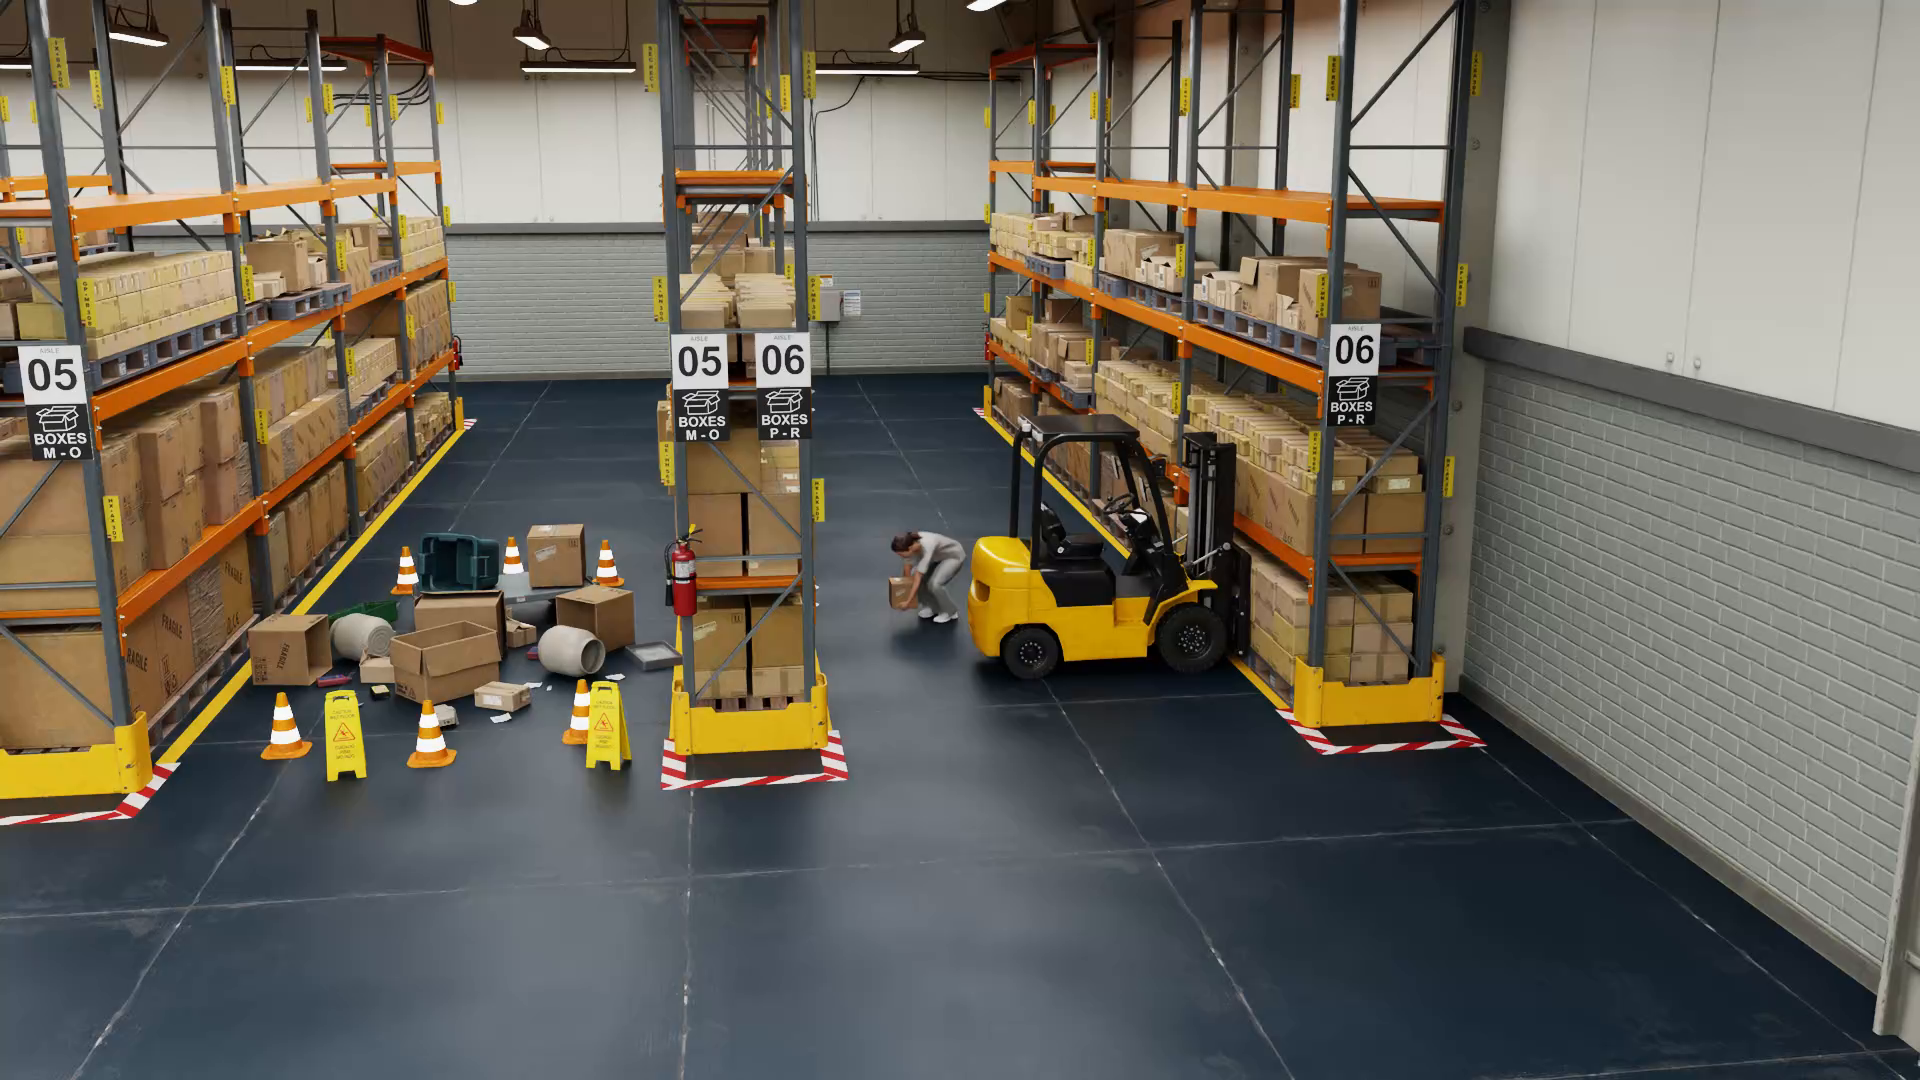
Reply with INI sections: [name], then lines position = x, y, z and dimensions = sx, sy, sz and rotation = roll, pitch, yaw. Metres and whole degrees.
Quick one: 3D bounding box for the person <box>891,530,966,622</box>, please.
[person]
position = -0.327, 0.338, 16.176
dimensions = 0.852, 0.935, 0.474
rotation = -11, 17, -39
